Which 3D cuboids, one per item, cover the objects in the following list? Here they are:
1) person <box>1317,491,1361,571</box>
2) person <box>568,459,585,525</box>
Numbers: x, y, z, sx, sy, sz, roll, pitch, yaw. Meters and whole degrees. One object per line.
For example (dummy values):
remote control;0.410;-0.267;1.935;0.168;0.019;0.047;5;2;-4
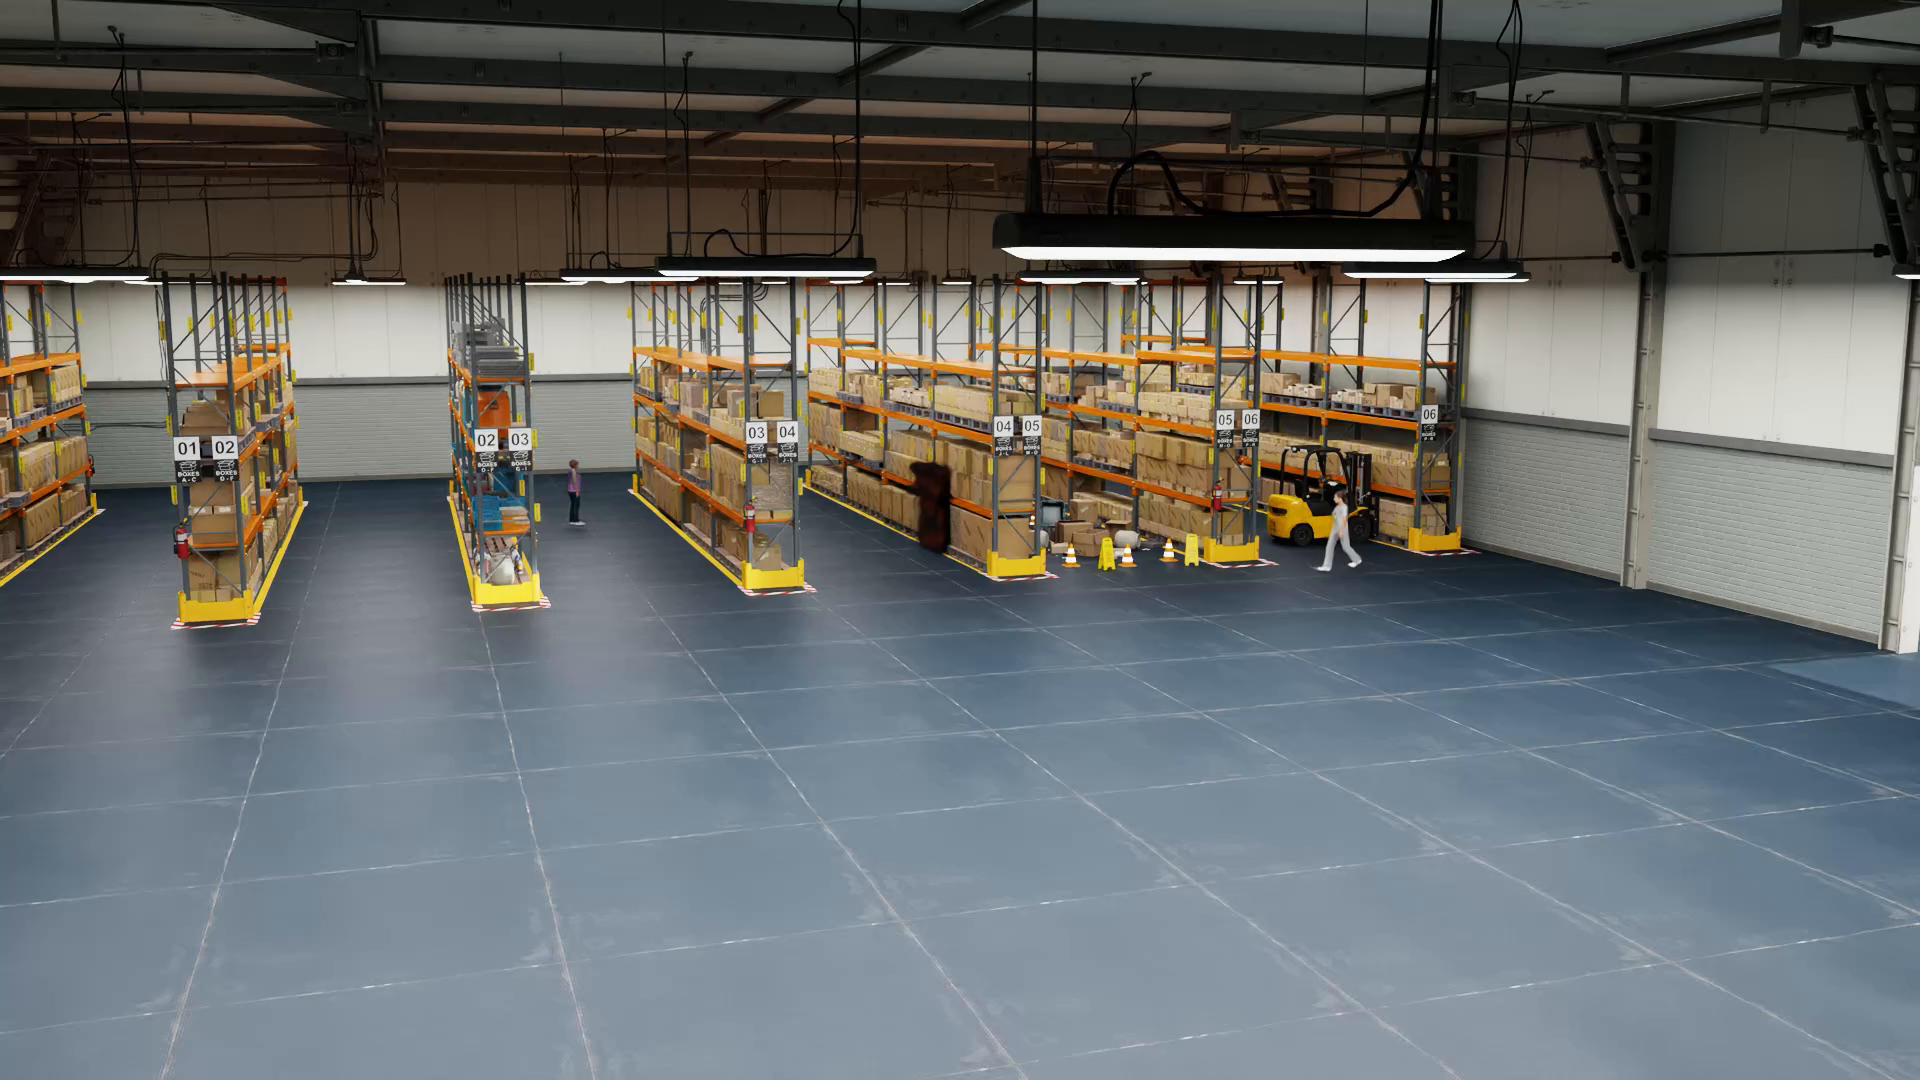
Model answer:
person;7.767;-0.186;33.869;0.987;1.644;0.421;-6;10;-34
person;-9.338;-1.166;40.409;0.359;1.599;0.484;-4;9;-25
